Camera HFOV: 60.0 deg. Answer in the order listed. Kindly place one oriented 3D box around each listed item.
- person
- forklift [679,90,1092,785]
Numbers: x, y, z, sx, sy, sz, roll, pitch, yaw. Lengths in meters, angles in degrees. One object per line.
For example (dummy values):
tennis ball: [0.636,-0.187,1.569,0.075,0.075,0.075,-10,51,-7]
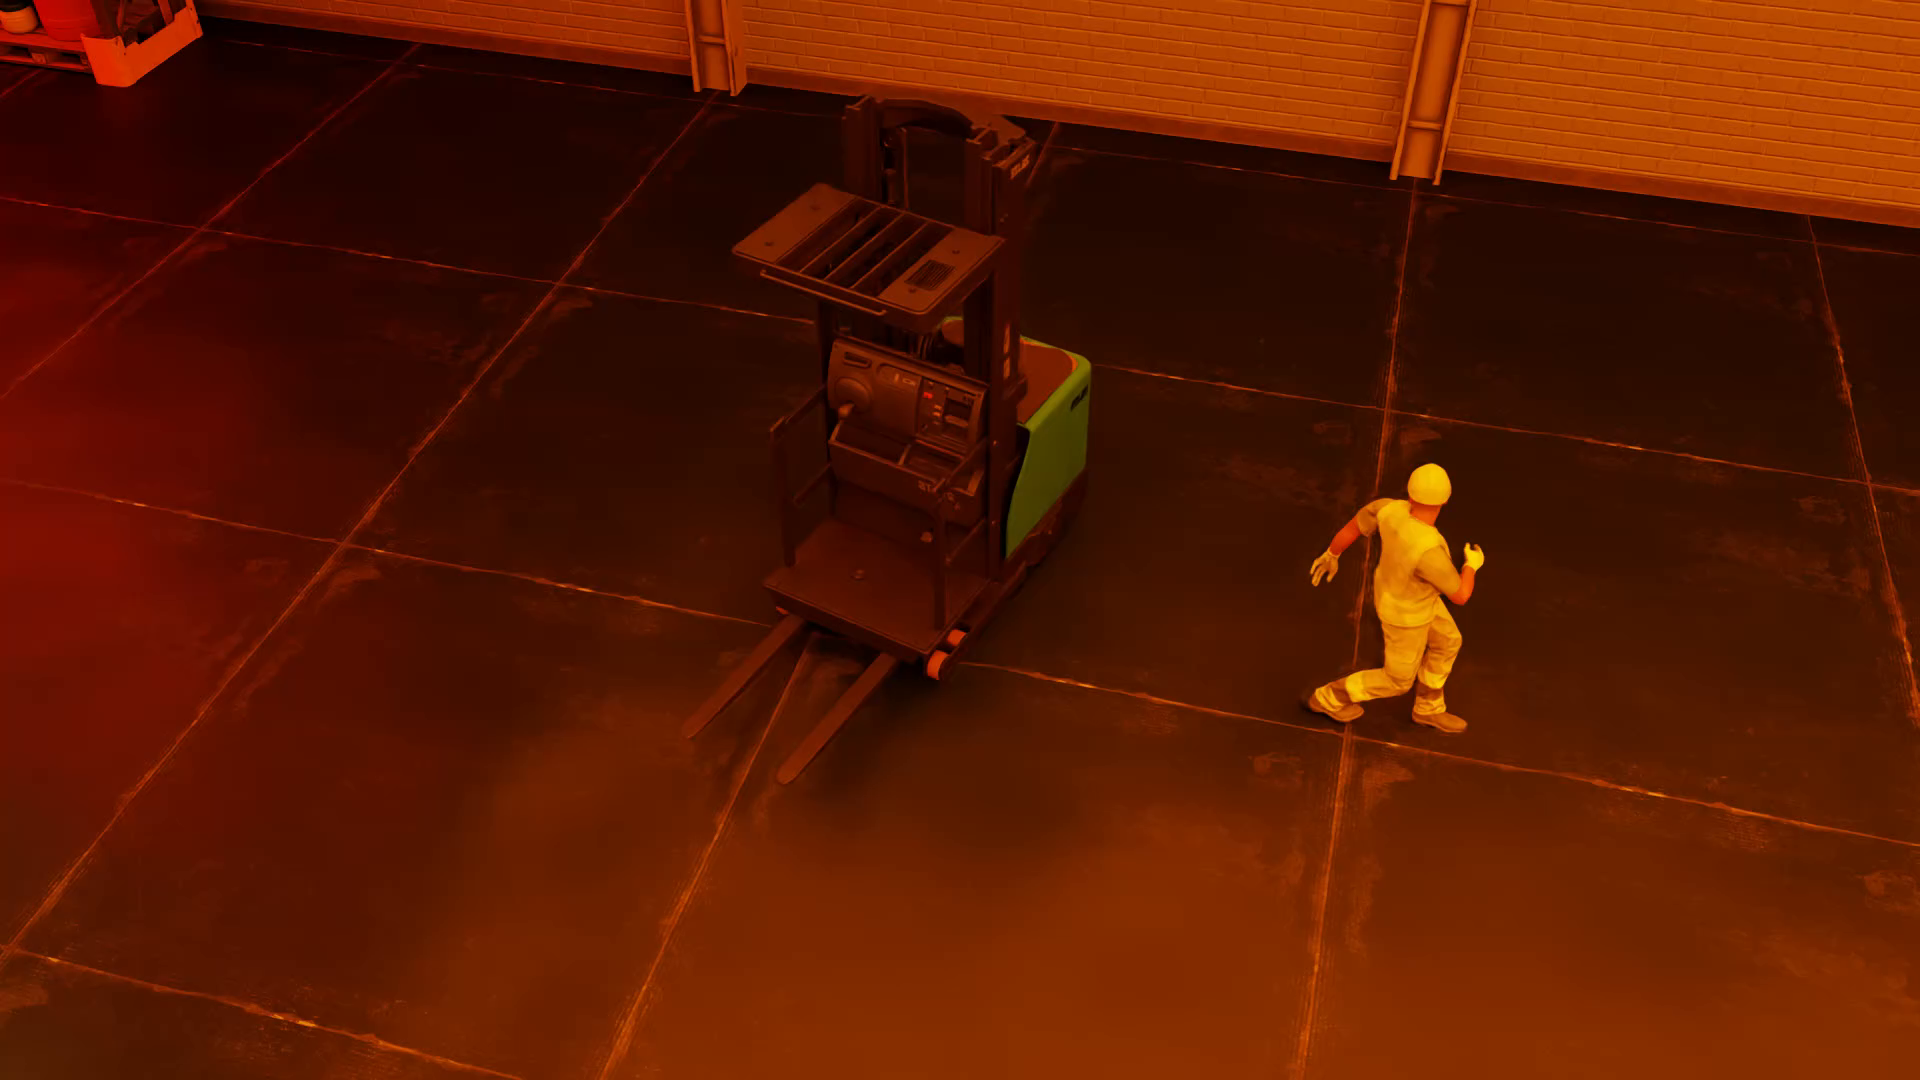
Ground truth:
person: [2.270,0.313,8.466,0.933,1.698,0.569,3,41,3]
forklift: [-0.399,-0.676,8.633,1.130,2.935,3.031,21,45,22]
